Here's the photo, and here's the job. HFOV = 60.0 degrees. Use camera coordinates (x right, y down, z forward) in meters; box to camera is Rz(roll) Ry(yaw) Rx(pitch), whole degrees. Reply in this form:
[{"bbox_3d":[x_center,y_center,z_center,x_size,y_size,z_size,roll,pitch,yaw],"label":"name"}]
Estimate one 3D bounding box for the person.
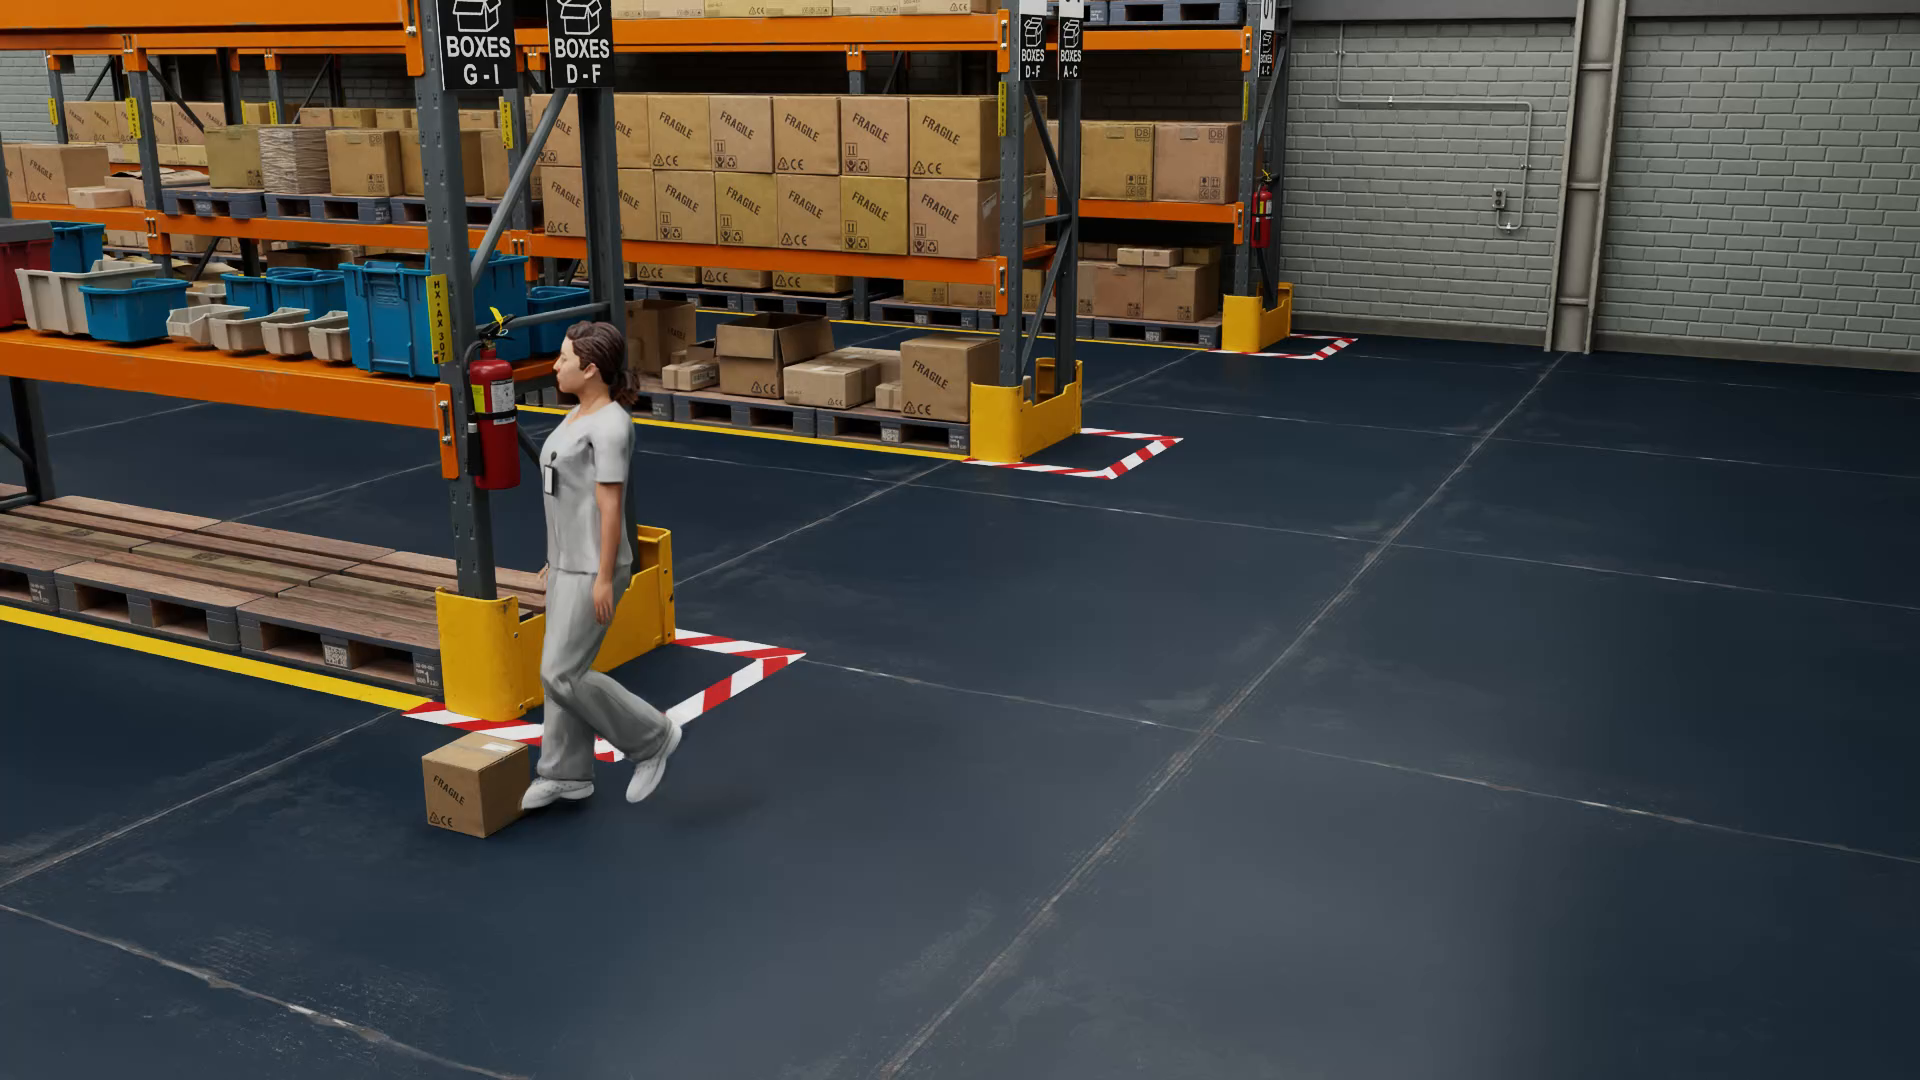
[{"bbox_3d":[-1.279,0.105,5.581,0.586,1.667,0.480,-8,18,-26],"label":"person"}]
